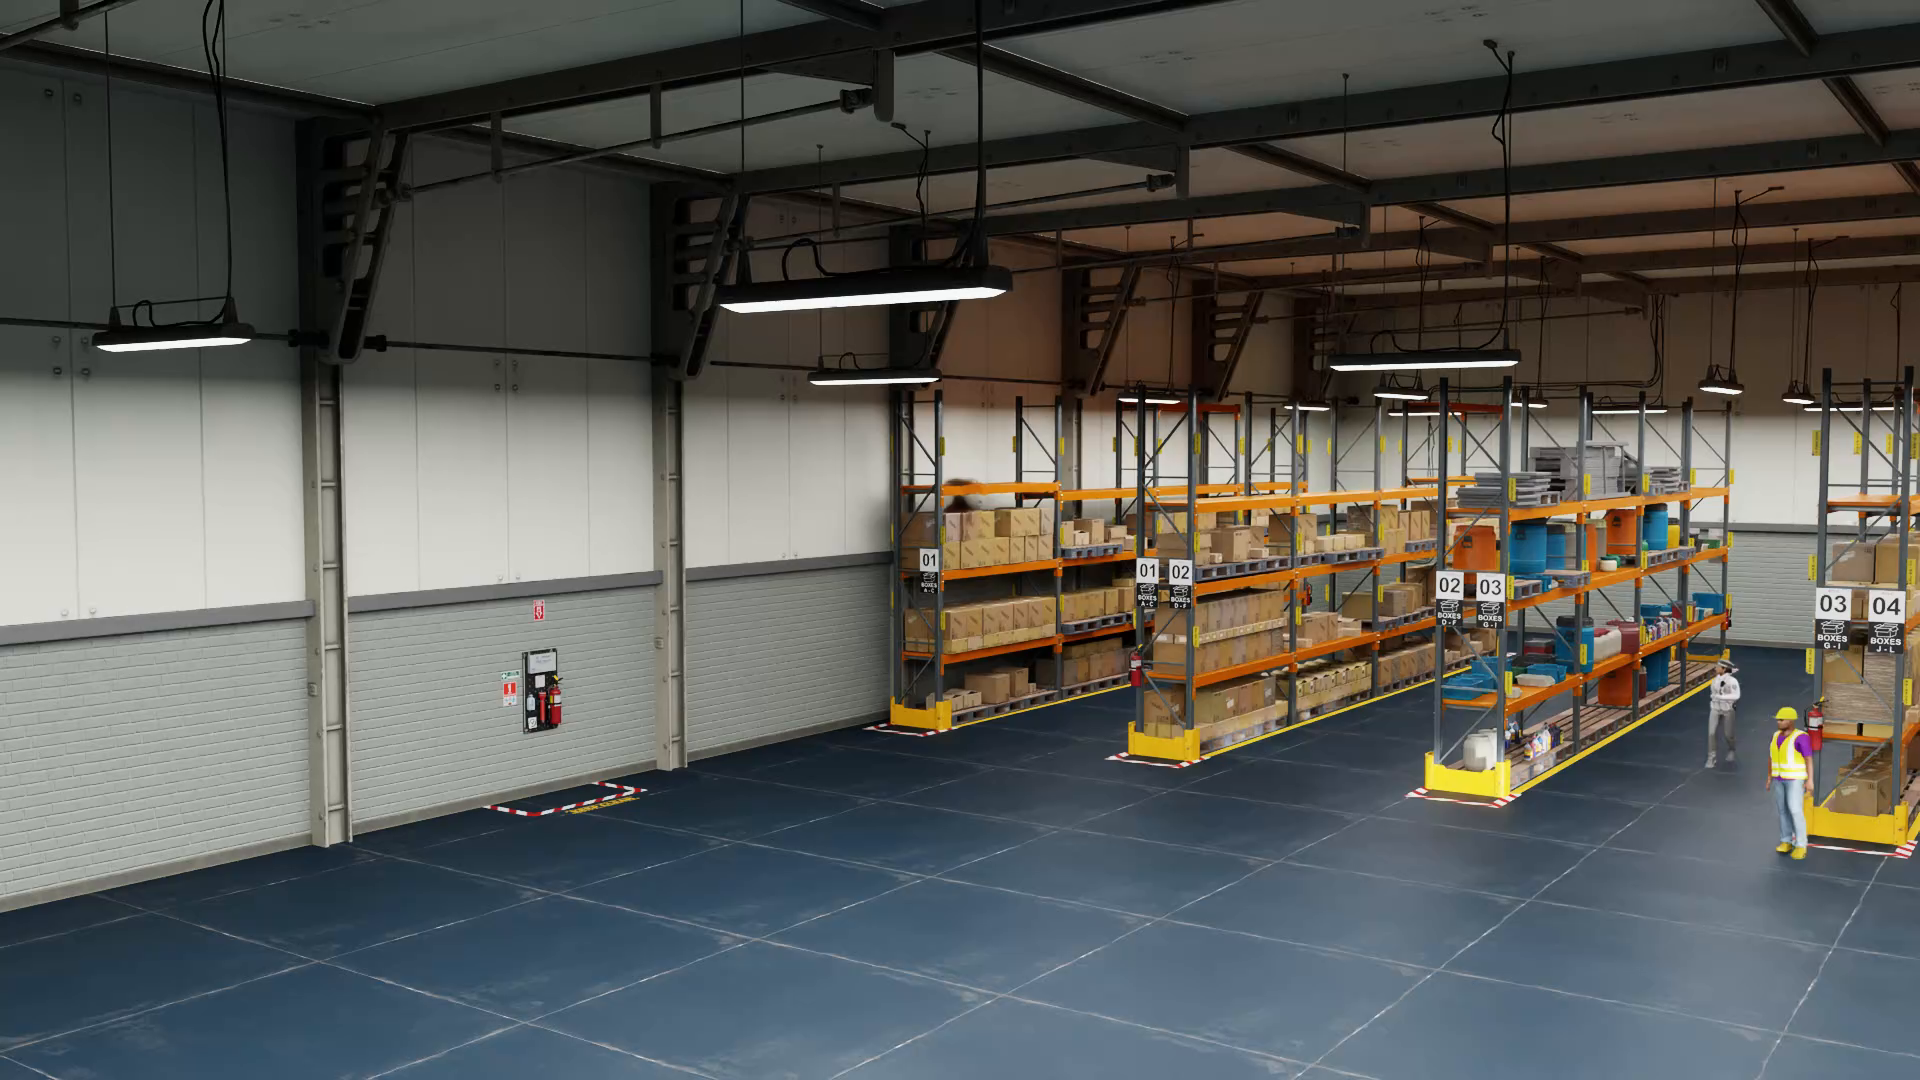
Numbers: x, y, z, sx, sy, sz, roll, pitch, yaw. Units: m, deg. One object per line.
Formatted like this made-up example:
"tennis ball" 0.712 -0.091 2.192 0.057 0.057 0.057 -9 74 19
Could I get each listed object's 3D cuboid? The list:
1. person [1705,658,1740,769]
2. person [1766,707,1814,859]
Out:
"person" 11.993 2.702 26.011 0.479 1.733 0.785 3 4 41
"person" 10.207 2.969 20.492 0.417 1.792 0.674 -1 3 -19
